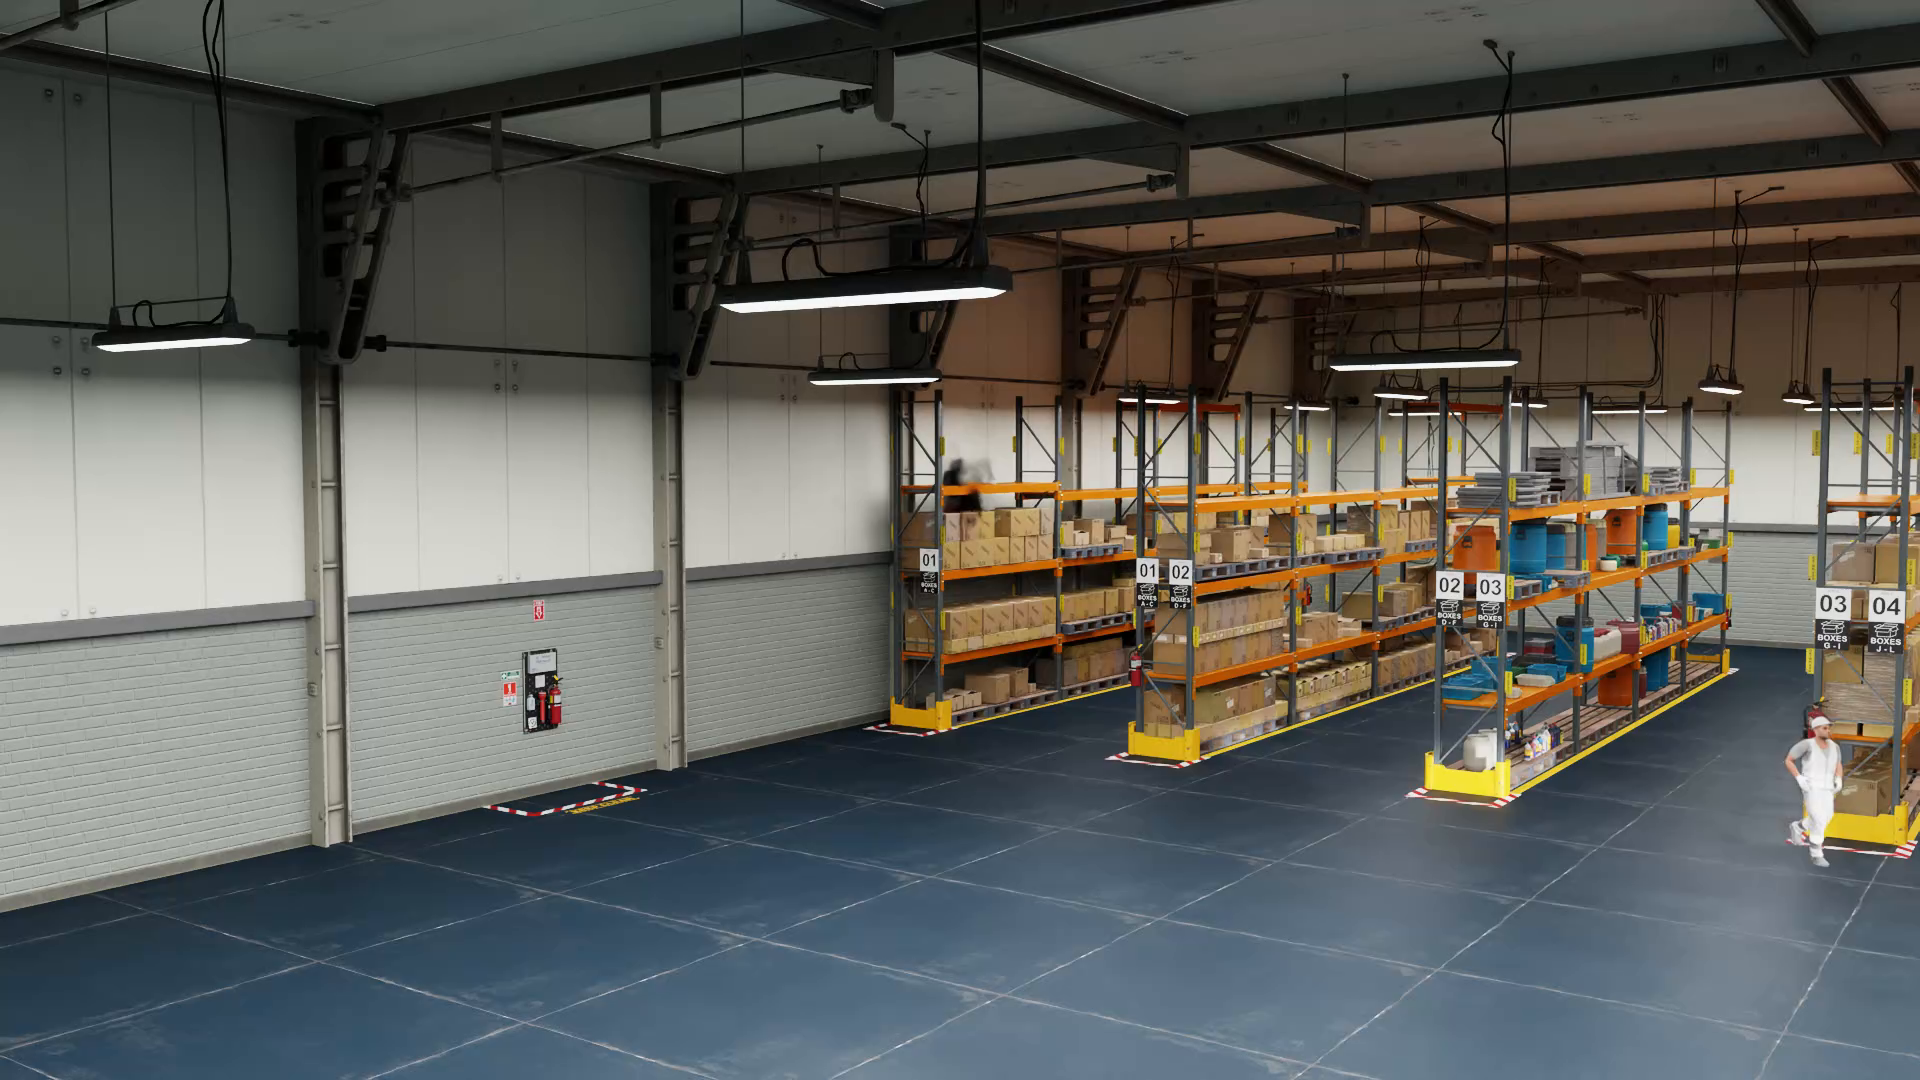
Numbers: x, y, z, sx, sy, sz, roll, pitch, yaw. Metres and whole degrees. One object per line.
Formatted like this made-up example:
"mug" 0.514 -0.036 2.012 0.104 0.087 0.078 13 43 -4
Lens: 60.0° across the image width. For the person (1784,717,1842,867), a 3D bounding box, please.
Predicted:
"person" 10.358 3.014 20.167 0.703 1.767 0.797 -1 3 -10
